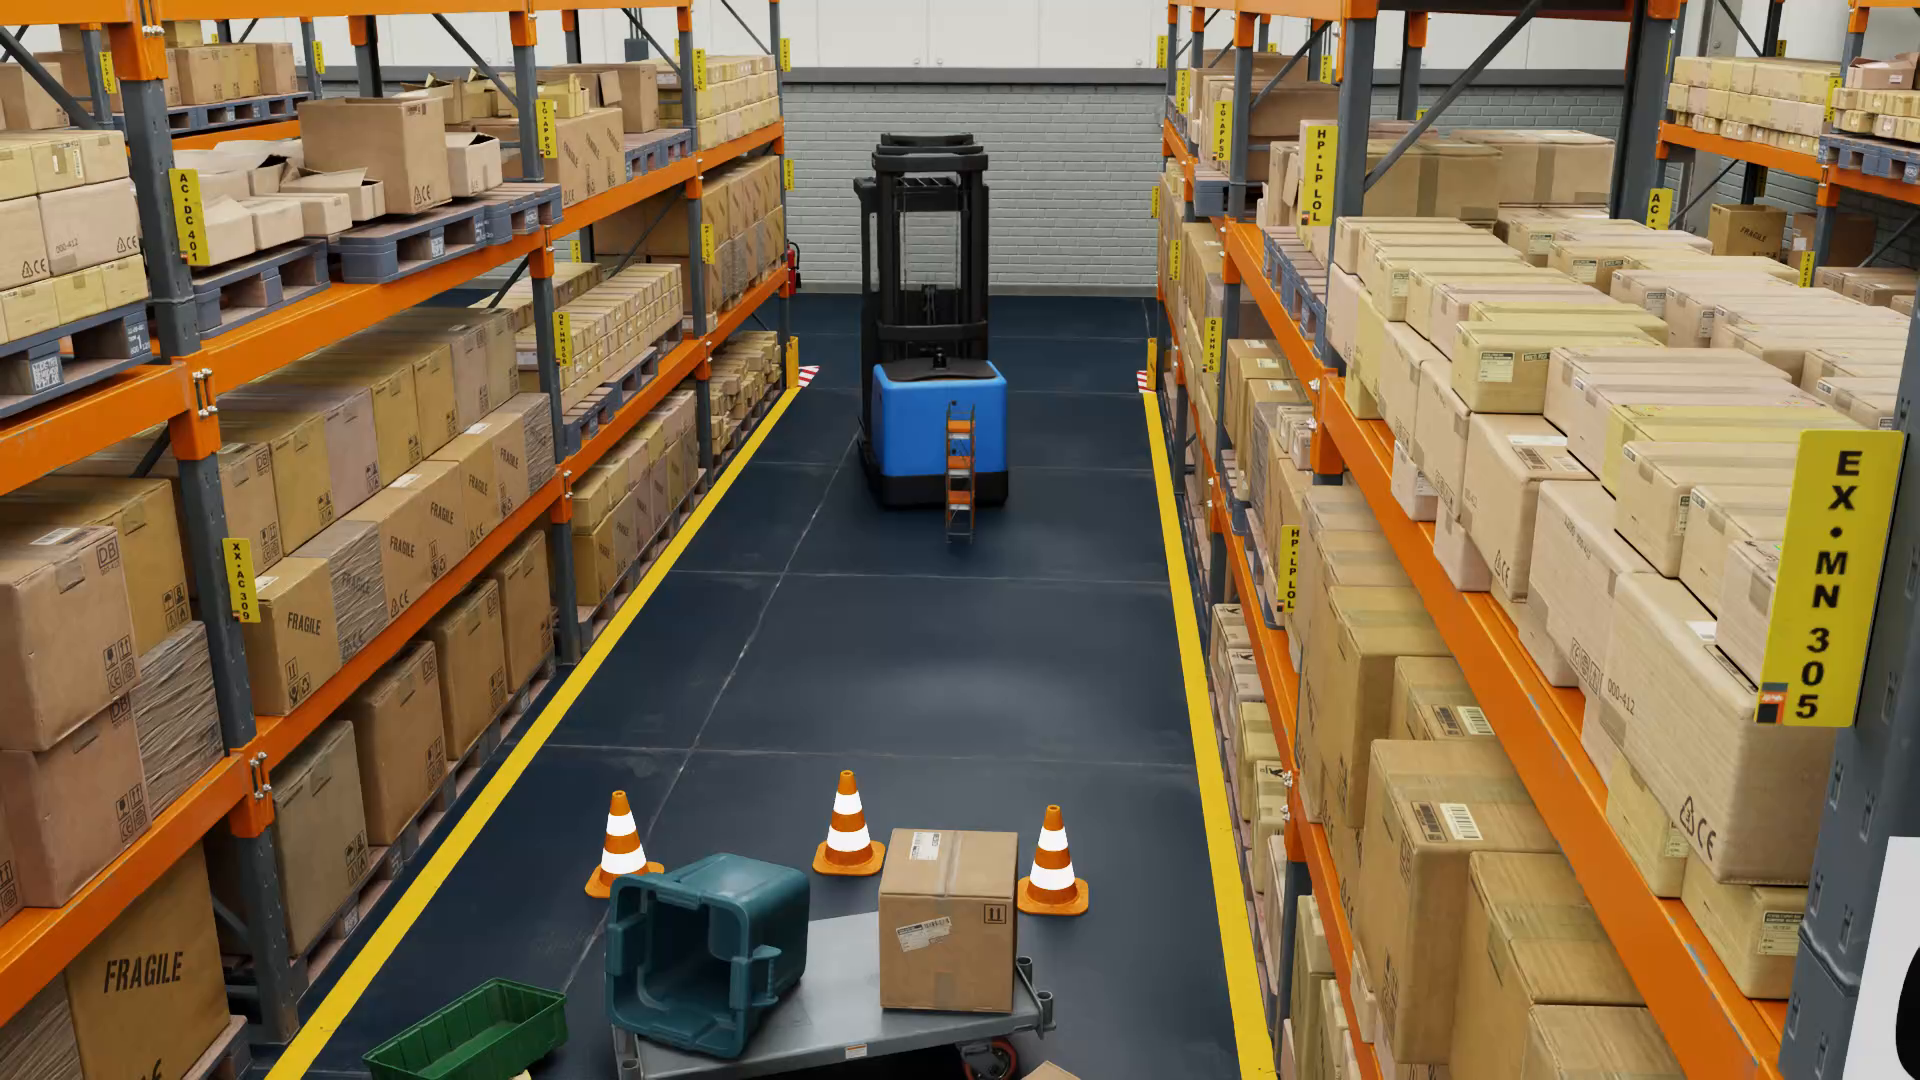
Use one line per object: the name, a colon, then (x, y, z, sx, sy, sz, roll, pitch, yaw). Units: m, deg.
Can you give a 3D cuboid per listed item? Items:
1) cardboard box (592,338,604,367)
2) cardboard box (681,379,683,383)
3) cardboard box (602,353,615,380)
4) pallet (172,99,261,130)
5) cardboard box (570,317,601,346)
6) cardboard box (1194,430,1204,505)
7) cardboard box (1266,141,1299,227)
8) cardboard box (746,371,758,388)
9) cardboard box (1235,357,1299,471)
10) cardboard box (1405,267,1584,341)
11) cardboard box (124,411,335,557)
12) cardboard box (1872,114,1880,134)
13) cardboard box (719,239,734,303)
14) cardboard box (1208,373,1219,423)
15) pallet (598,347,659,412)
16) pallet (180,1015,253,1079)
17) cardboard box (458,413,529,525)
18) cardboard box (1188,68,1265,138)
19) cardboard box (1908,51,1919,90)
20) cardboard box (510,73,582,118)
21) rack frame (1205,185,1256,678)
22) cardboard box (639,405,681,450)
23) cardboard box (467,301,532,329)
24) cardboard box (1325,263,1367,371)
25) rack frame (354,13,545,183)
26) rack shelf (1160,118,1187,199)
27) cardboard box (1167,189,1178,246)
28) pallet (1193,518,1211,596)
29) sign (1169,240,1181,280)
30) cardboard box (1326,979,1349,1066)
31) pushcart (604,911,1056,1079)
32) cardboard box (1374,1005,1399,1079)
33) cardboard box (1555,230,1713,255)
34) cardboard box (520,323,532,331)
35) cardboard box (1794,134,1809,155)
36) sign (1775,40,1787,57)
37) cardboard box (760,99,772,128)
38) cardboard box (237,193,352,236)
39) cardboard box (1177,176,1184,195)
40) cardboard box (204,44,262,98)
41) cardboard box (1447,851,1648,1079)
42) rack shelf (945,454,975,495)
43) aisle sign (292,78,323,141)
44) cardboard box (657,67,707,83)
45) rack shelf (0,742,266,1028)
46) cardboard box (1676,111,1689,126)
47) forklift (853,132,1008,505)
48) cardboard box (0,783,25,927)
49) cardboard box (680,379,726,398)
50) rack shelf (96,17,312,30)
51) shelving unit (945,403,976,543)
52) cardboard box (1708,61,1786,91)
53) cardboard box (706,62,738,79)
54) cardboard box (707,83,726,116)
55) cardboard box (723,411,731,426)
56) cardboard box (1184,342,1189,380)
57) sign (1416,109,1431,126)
cardboard box: (-2.630, -1.268, 11.227, 0.380, 0.149, 0.250, 1, 18, 4)
cardboard box: (-2.843, -1.548, 15.779, 0.380, 0.149, 0.250, 1, 18, 2)
cardboard box: (-2.610, -1.204, 11.508, 0.380, 0.149, 0.250, 2, 18, 6)
pallet: (-7.410, -4.055, 15.805, 1.003, 0.211, 1.213, 1, 18, 4)
cardboard box: (-2.631, -1.399, 11.149, 0.380, 0.149, 0.250, 1, 18, 2)
cardboard box: (2.351, -0.814, 13.327, 0.875, 0.875, 0.875, 2, 18, 6)
cardboard box: (1.951, -1.755, 8.483, 0.700, 0.500, 0.500, 1, 18, 4)
cardboard box: (-2.192, -1.554, 16.274, 0.380, 0.149, 0.250, 2, 18, 7)
cardboard box: (1.735, -0.668, 8.831, 0.500, 0.500, 0.500, 2, 18, 7)
cardboard box: (1.364, -0.606, 4.260, 0.380, 0.149, 0.250, 1, 18, 2)
cardboard box: (-3.138, -0.250, 7.101, 0.700, 0.500, 0.500, 1, 18, 3)
cardboard box: (6.875, -3.017, 12.066, 0.380, 0.149, 0.250, 1, 18, 4)
cardboard box: (-2.314, -2.388, 14.756, 0.500, 0.500, 0.500, 1, 18, 4)
cardboard box: (1.810, -0.898, 10.286, 0.500, 0.250, 0.500, 1, 18, 4)
pallet: (-2.815, -1.180, 12.014, 1.003, 0.211, 1.213, 1, 18, 4)
pallet: (-3.335, 2.147, 6.033, 1.003, 0.211, 1.213, 1, 18, 4)
cardboard box: (-2.717, -0.402, 9.172, 0.500, 0.500, 0.500, 1, 18, 4)
cardboard box: (1.963, -3.224, 12.291, 0.500, 0.500, 0.500, 1, 18, 3)
cardboard box: (7.313, -3.503, 12.406, 0.396, 0.266, 0.258, 1, 18, 3)
cardboard box: (-2.575, -2.771, 10.357, 0.396, 0.266, 0.258, 1, 18, 4)
rack frame: (2.029, -0.576, 9.864, 1.000, 3.000, 0.127, 1, 18, 4)
cardboard box: (-2.480, -0.869, 12.894, 0.500, 0.250, 0.500, 2, 18, 7)
cardboard box: (-3.243, -1.582, 11.708, 0.380, 0.149, 0.250, 2, 18, 7)
cardboard box: (1.437, -0.699, 5.184, 0.500, 0.250, 0.500, 1, 18, 3)
rack frame: (-2.916, -3.506, 9.171, 1.000, 3.000, 0.127, 1, 18, 4)
rack shelf: (2.459, -3.523, 15.196, 1.077, 0.370, 4.000, 1, 18, 4)
cardboard box: (2.190, -2.965, 15.388, 0.500, 0.500, 0.500, 1, 18, 4)
pallet: (2.251, 0.128, 12.193, 1.003, 0.211, 1.213, 1, 18, 4)
sign: (1.762, -2.279, 13.544, 0.100, 0.325, 0.005, 1, 18, 4)
cardboard box: (1.327, 1.483, 5.075, 0.380, 0.149, 0.250, 2, 18, 6)
pushcart: (-0.536, 1.877, 6.589, 1.648, 0.377, 0.936, -5, 19, -15)
cardboard box: (1.308, 1.352, 4.382, 0.380, 0.149, 0.250, 1, 18, 4)
cardboard box: (1.995, -0.833, 4.953, 0.380, 0.149, 0.250, 1, 18, 3)
cardboard box: (-3.244, -1.441, 11.755, 0.380, 0.149, 0.250, 2, 18, 5)
cardboard box: (7.019, -3.209, 13.485, 0.380, 0.149, 0.250, 1, 18, 4)
sign: (8.106, -4.779, 16.450, 0.100, 0.325, 0.005, 1, 18, 4)
cardboard box: (-2.140, -4.188, 16.311, 0.500, 0.250, 0.500, 1, 18, 4)
cardboard box: (-2.843, -1.395, 7.115, 0.380, 0.149, 0.250, 1, 18, 4)
cardboard box: (2.178, -3.224, 15.138, 0.380, 0.149, 0.250, 1, 18, 4)
cardboard box: (-7.427, -4.667, 16.536, 0.700, 0.500, 0.500, 1, 18, 2)
cardboard box: (1.318, 0.924, 3.042, 0.700, 0.500, 0.500, 1, 18, 4)
rack shelf: (0.004, -0.505, 12.814, 0.215, 0.259, 0.240, 1, 18, 4)
aisle sign: (-6.978, -4.533, 17.765, 0.394, 0.787, 0.004, 1, 18, 4)
cardboard box: (-2.314, -3.847, 13.828, 0.380, 0.149, 0.250, 1, 18, 2)
rack shelf: (-3.346, 1.550, 4.530, 1.077, 0.370, 4.000, 1, 18, 4)
cardboard box: (7.299, -4.163, 16.398, 0.380, 0.149, 0.250, 2, 18, 5)
forklift: (-0.336, -2.098, 14.618, 1.130, 2.935, 3.031, -3, 18, -8)
cardboard box: (-3.390, 0.967, 4.913, 0.875, 0.550, 0.550, 1, 18, 4)
cardboard box: (-2.354, -1.373, 15.244, 0.380, 0.149, 0.250, 1, 18, 2)
rack shelf: (-7.426, -4.980, 15.466, 1.077, 0.370, 4.000, 1, 18, 4)
shelving unit: (0.004, -0.516, 12.810, 0.215, 1.050, 0.252, 1, 18, 4)
cardboard box: (7.194, -4.238, 15.183, 0.500, 0.250, 0.500, 1, 18, 3)
cardboard box: (-2.219, -4.252, 15.064, 0.380, 0.149, 0.250, 1, 18, 2)
cardboard box: (-2.315, -3.788, 14.287, 0.500, 0.250, 0.500, 1, 18, 4)
cardboard box: (-2.329, -1.089, 15.334, 0.380, 0.149, 0.250, 1, 18, 3)
cardboard box: (1.933, -1.297, 12.304, 0.500, 0.250, 0.500, 1, 18, 3)
sign: (2.570, -2.234, 9.277, 0.100, 0.325, 0.005, 1, 18, 4)
